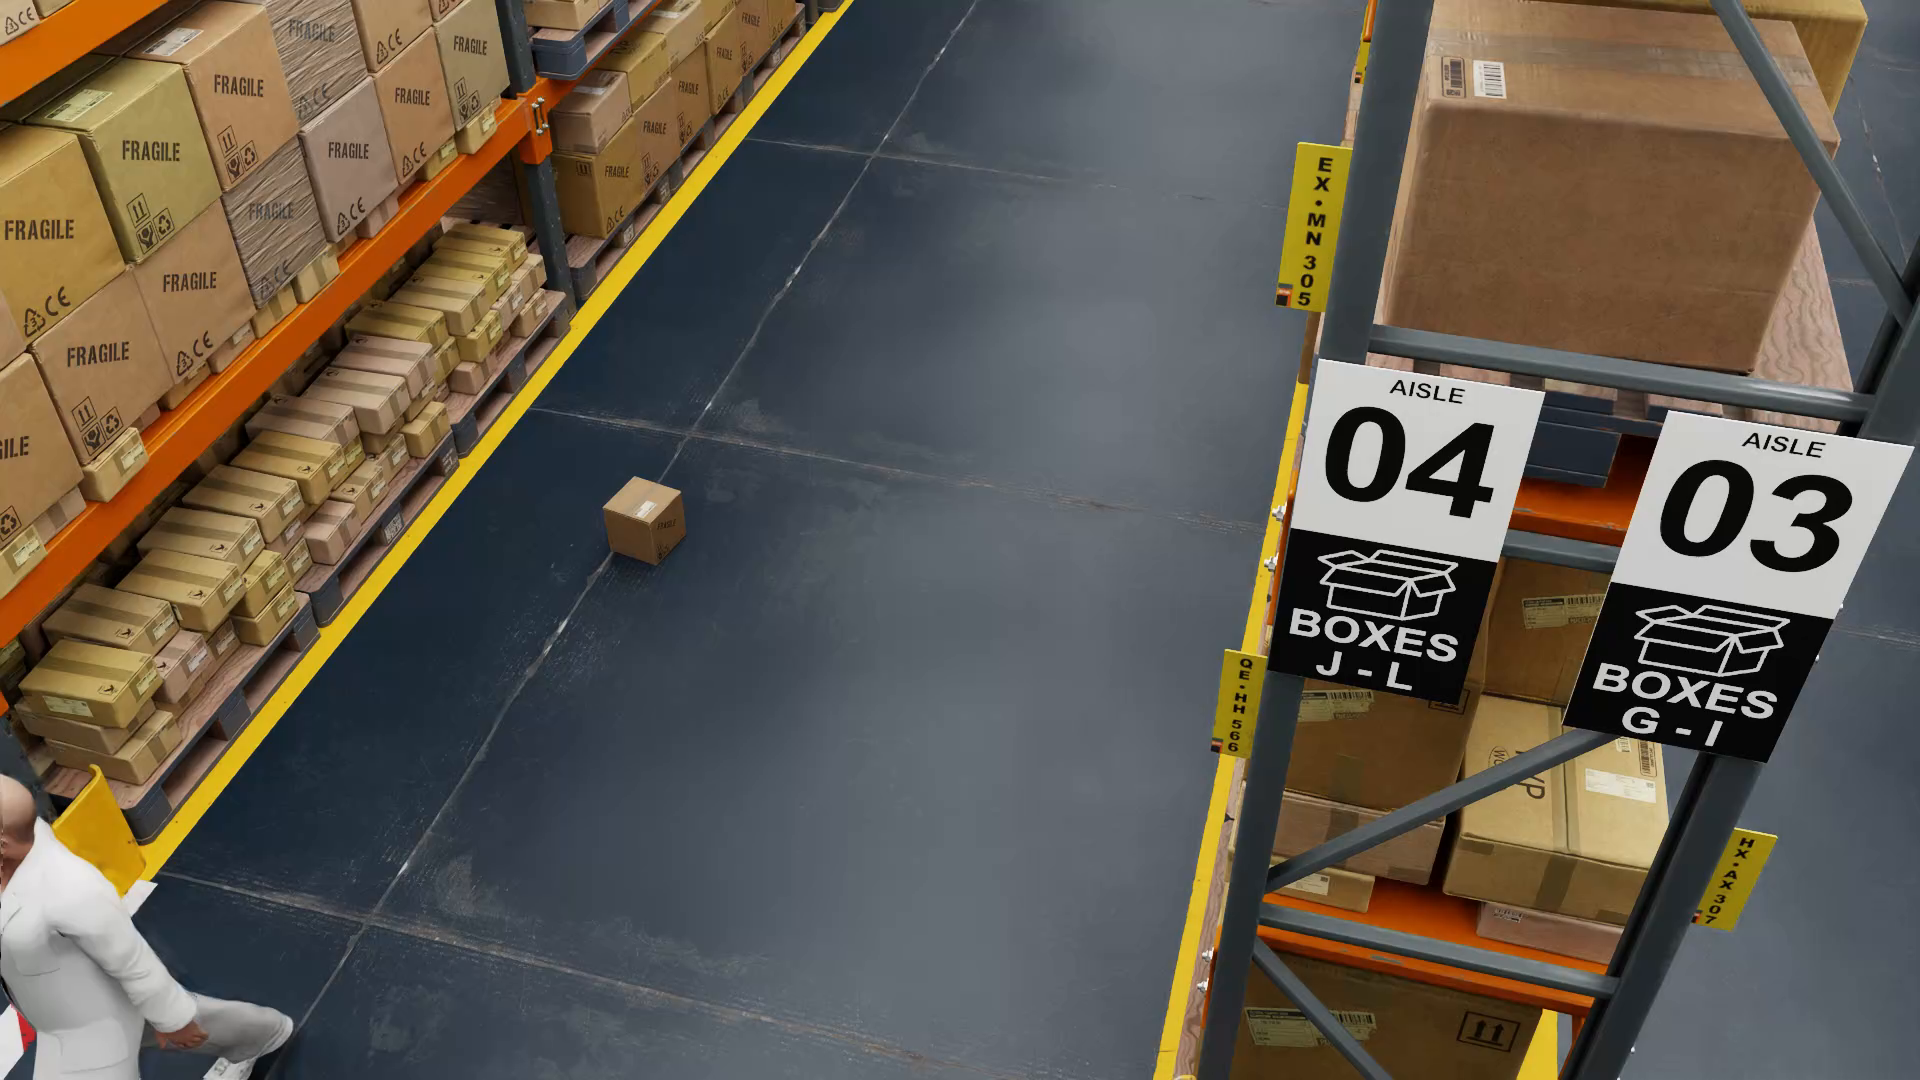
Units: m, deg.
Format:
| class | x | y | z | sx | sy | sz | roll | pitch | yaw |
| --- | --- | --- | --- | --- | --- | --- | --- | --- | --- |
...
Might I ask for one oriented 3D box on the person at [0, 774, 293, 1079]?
| class | x | y | z | sx | sy | sz | roll | pitch | yaw |
| --- | --- | --- | --- | --- | --- | --- | --- | --- | --- |
| person | -2.520 | 1.305 | 4.632 | 0.627 | 1.708 | 1.137 | 29 | 48 | 30 |
